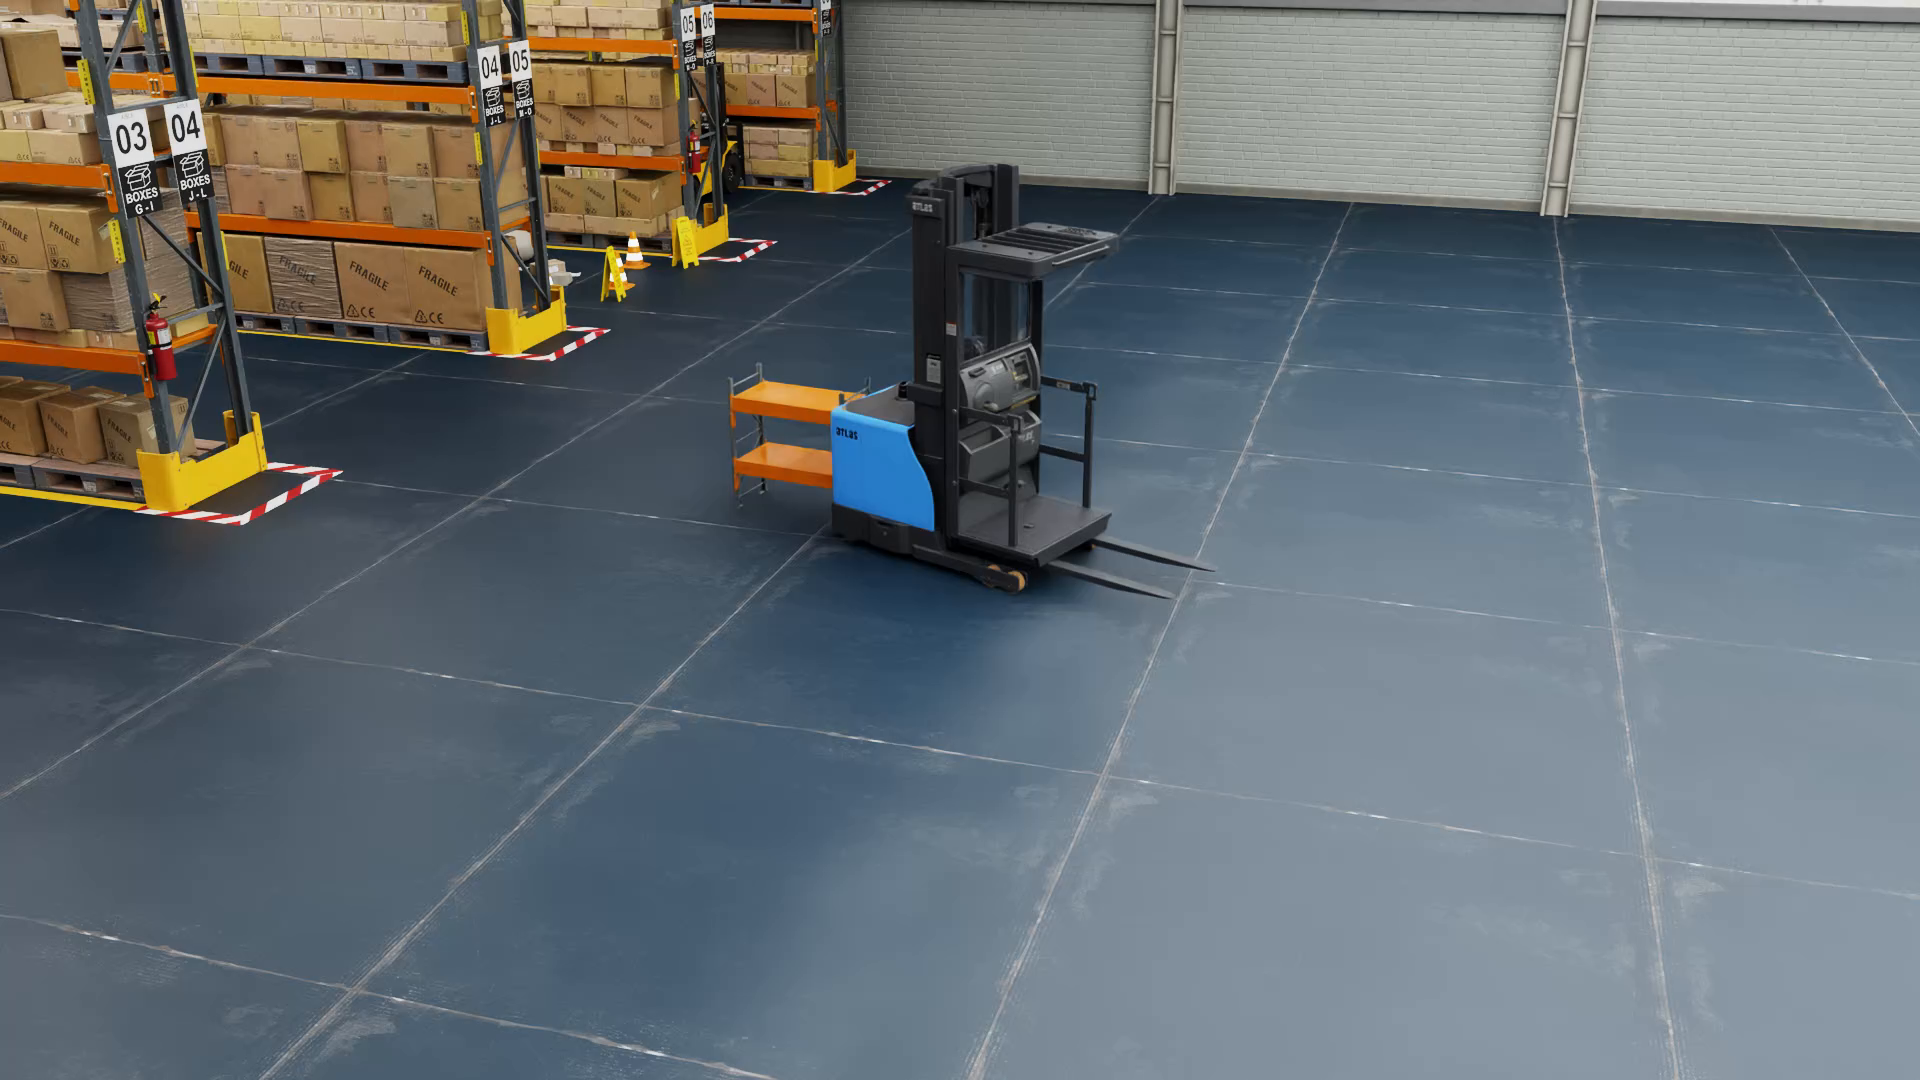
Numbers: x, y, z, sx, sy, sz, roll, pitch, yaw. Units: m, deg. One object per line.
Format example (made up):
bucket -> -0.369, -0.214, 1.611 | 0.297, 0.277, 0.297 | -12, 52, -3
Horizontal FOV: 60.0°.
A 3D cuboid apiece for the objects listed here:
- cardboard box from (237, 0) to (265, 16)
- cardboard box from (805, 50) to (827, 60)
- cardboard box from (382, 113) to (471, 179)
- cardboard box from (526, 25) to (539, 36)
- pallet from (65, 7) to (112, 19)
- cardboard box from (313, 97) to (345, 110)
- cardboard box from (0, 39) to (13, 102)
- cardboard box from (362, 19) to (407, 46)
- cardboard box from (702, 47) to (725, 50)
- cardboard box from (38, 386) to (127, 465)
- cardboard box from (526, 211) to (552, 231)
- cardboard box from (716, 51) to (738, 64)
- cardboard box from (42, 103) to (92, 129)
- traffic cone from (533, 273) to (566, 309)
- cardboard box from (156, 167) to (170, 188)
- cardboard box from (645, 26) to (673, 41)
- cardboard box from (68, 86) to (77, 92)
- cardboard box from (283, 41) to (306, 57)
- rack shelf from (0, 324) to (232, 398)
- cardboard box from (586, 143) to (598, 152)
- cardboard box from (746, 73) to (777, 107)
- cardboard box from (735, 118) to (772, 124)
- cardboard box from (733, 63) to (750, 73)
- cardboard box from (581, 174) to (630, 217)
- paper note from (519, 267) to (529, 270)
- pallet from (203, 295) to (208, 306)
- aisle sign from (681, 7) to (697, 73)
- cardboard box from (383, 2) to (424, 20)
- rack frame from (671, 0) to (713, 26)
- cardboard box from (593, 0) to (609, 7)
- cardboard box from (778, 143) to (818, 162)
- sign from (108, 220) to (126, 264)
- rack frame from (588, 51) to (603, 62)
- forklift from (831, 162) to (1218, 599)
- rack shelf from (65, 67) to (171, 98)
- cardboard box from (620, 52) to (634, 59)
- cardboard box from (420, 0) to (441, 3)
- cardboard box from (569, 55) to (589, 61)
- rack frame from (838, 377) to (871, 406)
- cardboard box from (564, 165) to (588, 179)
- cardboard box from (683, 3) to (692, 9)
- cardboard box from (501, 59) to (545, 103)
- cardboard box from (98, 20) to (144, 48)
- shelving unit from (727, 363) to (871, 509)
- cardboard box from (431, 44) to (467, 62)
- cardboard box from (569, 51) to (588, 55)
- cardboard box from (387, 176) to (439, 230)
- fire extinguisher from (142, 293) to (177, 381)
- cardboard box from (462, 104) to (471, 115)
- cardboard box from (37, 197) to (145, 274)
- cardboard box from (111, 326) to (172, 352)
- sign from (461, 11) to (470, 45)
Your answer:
cardboard box -> -7.448, -5.670, 17.689 | 0.250, 0.149, 0.380 | 7, 23, 16
cardboard box -> -2.342, -7.837, 26.950 | 0.250, 0.149, 0.380 | 6, 23, 14
cardboard box -> -5.743, -4.276, 18.026 | 0.550, 0.550, 0.875 | 7, 23, 16
cardboard box -> -5.636, -6.852, 22.305 | 0.250, 0.149, 0.380 | 7, 23, 16
pallet -> -12.874, -7.785, 24.498 | 1.213, 0.211, 1.003 | 8, 24, 18
cardboard box -> -8.818, -6.331, 23.581 | 0.500, 0.500, 0.500 | 7, 23, 17
cardboard box -> -7.932, -3.715, 13.145 | 0.500, 0.500, 0.500 | 7, 23, 16
cardboard box -> -5.873, -5.329, 17.382 | 0.500, 0.250, 0.500 | 7, 23, 16
cardboard box -> -4.068, -8.045, 27.456 | 0.250, 0.149, 0.380 | 7, 23, 17
cardboard box -> -7.550, -1.000, 14.400 | 0.500, 0.500, 0.500 | 13, 26, 29
cardboard box -> -5.832, -4.521, 23.314 | 0.500, 0.250, 0.500 | 6, 23, 15
cardboard box -> -3.737, -7.789, 26.833 | 0.250, 0.149, 0.380 | 7, 23, 17
cardboard box -> -6.946, -3.325, 13.049 | 0.250, 0.149, 0.380 | 6, 23, 14
traffic cone -> -4.944, -3.026, 19.942 | 0.334, 0.463, 0.336 | 7, 23, 16
cardboard box -> -9.252, -4.070, 19.013 | 0.500, 0.500, 0.500 | 6, 23, 15
cardboard box -> -3.935, -6.644, 21.798 | 0.250, 0.149, 0.380 | 7, 23, 16
cardboard box -> -13.191, -6.951, 24.718 | 0.500, 0.500, 0.500 | 6, 23, 15
cardboard box -> -6.968, -5.246, 17.705 | 0.250, 0.149, 0.380 | 7, 23, 16
rack shelf -> -8.290, -1.721, 14.365 | 4.000, 0.370, 1.077 | 7, 23, 16
cardboard box -> -4.906, -5.402, 22.722 | 0.250, 0.149, 0.380 | 7, 23, 16
cardboard box -> -3.123, -7.304, 26.897 | 0.500, 0.500, 0.500 | 7, 23, 17
cardboard box -> -3.443, -6.857, 27.692 | 0.500, 0.250, 0.500 | 6, 23, 15
cardboard box -> -3.482, -7.633, 26.844 | 0.250, 0.149, 0.380 | 6, 23, 14
cardboard box -> -4.855, -4.753, 22.892 | 0.500, 0.500, 0.500 | 7, 23, 17
paper note -> -5.762, -3.584, 21.887 | 0.142, 0.019, 0.148 | 16, 27, 34
pallet -> -9.435, -2.831, 19.798 | 1.213, 0.211, 1.003 | 7, 23, 16
aisle sign -> -3.537, -6.525, 21.705 | 0.004, 0.787, 0.394 | 7, 23, 16
cardboard box -> -5.750, -5.476, 17.215 | 0.250, 0.149, 0.380 | 7, 23, 16
rack frame -> -3.512, -8.210, 21.334 | 0.127, 3.000, 1.000 | 7, 23, 16
cardboard box -> -4.635, -7.115, 21.896 | 0.250, 0.149, 0.380 | 7, 23, 16
cardboard box -> -2.638, -6.332, 27.070 | 0.500, 0.250, 0.500 | 6, 23, 15
sign -> -6.554, -2.317, 12.928 | 0.005, 0.325, 0.100 | 7, 23, 16
rack frame -> -5.911, -7.677, 27.939 | 0.127, 3.000, 1.000 | 7, 23, 16
forklift -> 0.468, -1.187, 12.207 | 3.031, 2.935, 1.130 | 16, 27, 34
rack shelf -> -10.590, -5.338, 19.231 | 4.000, 0.370, 1.077 | 7, 23, 16
cardboard box -> -5.410, -8.029, 27.418 | 0.250, 0.149, 0.380 | 7, 23, 16
cardboard box -> -5.558, -5.714, 17.796 | 0.250, 0.149, 0.380 | 6, 23, 15
cardboard box -> -6.303, -7.980, 27.691 | 0.250, 0.149, 0.380 | 7, 23, 17
rack frame -> -0.834, -0.705, 13.412 | 0.032, 1.125, 0.500 | 10, 24, 22
cardboard box -> -5.217, -5.071, 22.813 | 0.250, 0.149, 0.380 | 8, 23, 18
cardboard box -> -3.917, -7.043, 22.245 | 0.500, 0.250, 0.500 | 6, 23, 15
cardboard box -> -6.028, -6.264, 22.652 | 0.500, 0.500, 0.700 | 6, 23, 14
cardboard box -> -9.397, -5.642, 18.537 | 0.500, 0.250, 0.500 | 7, 23, 16
shelving unit -> -1.298, -0.784, 13.605 | 1.048, 1.125, 0.538 | 10, 24, 22
cardboard box -> -5.262, -5.051, 17.229 | 0.250, 0.149, 0.380 | 6, 23, 15
cardboard box -> -6.428, -8.189, 28.199 | 0.250, 0.149, 0.380 | 6, 23, 14
cardboard box -> -5.747, -3.771, 18.219 | 0.550, 0.550, 0.875 | 7, 23, 16
fire extinguisher -> -6.398, -1.619, 13.270 | 0.183, 0.674, 0.296 | 7, 23, 16
cardboard box -> -6.514, -5.861, 22.988 | 0.500, 0.500, 0.500 | 6, 23, 15
cardboard box -> -6.973, -2.451, 13.357 | 0.500, 0.500, 0.500 | 7, 23, 16
cardboard box -> -6.707, -1.674, 13.635 | 0.250, 0.149, 0.380 | 7, 23, 16
sign -> -5.015, -5.191, 16.861 | 0.005, 0.325, 0.100 | 7, 23, 16
